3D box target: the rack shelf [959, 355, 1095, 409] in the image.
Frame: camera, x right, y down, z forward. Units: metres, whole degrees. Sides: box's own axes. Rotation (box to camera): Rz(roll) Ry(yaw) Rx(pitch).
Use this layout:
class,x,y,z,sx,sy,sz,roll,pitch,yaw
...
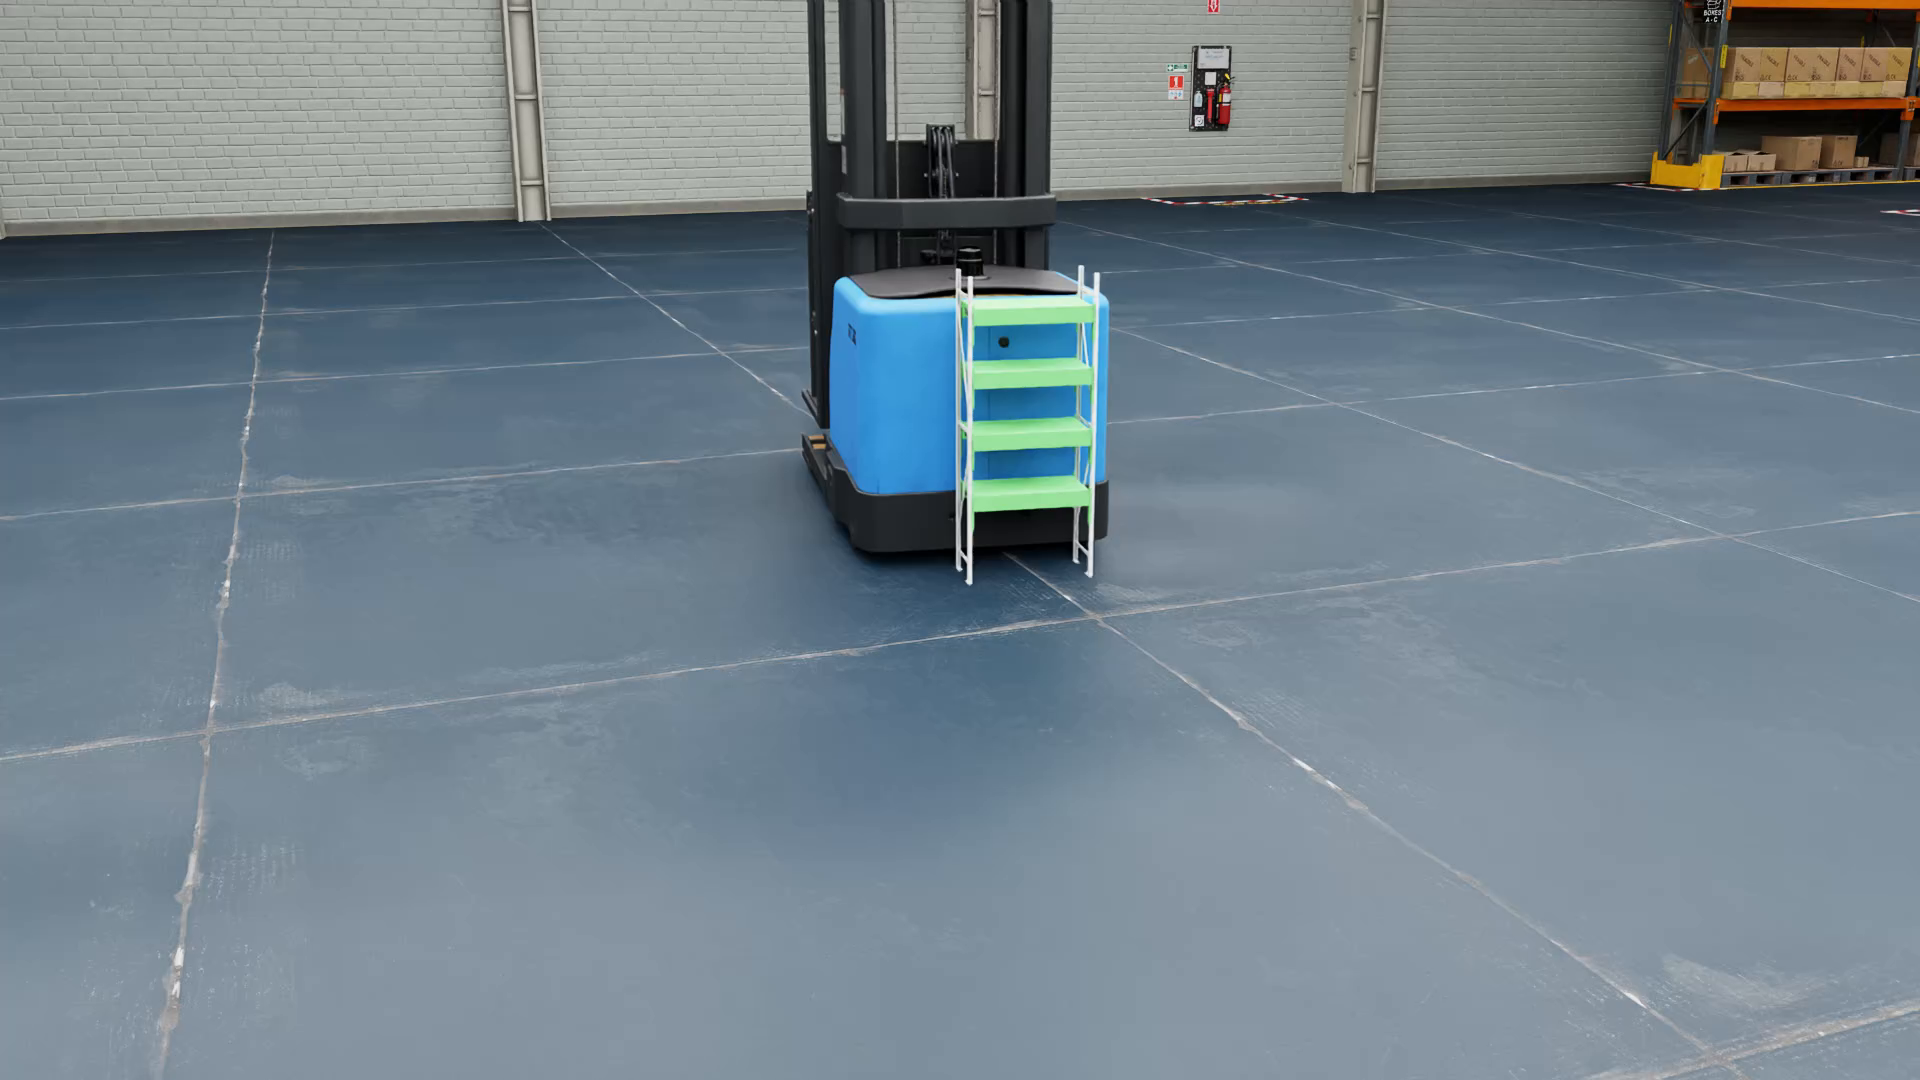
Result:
class,x,y,z,sx,sy,sz,roll,pitch,yaw
rack shelf,0.255,-0.614,6.435,0.480,0.148,0.258,-3,17,-11

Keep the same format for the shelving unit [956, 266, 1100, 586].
class,x,y,z,sx,sy,sz,roll,pitch,yaw
shelving unit,0.255,-0.445,6.485,0.503,1.200,0.258,-3,17,-11

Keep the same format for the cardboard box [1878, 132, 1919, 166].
class,x,y,z,sx,sy,sz,roll,pitch,yaw
cardboard box,15.590,-6.422,27.298,0.500,0.500,0.700,-6,17,-18

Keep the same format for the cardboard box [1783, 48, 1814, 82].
class,x,y,z,sx,sy,sz,roll,pitch,yaw
cardboard box,12.677,-7.292,25.506,0.500,0.500,0.500,-7,18,-22

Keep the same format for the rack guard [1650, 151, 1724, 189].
class,x,y,z,sx,sy,sz,roll,pitch,yaw
rack guard,11.245,-5.736,25.745,0.348,0.500,1.175,-6,17,-20

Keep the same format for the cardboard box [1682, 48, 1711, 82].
class,x,y,z,sx,sy,sz,roll,pitch,yaw
cardboard box,11.538,-7.329,25.631,0.500,0.500,0.500,-6,18,-21

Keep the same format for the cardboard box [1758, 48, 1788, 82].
class,x,y,z,sx,sy,sz,roll,pitch,yaw
cardboard box,12.192,-7.242,25.334,0.500,0.500,0.500,-6,17,-20

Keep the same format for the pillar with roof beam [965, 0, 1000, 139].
class,x,y,z,sx,sy,sz,roll,pitch,yaw
pillar with roof beam,1.853,-7.762,17.559,0.400,9.000,9.100,-6,17,-20

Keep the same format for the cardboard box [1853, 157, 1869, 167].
class,x,y,z,sx,sy,sz,roll,pitch,yaw
cardboard box,14.420,-6.121,26.866,0.250,0.166,0.380,-9,18,-27

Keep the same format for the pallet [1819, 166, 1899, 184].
class,x,y,z,sx,sy,sz,roll,pitch,yaw
pallet,14.294,-5.916,26.870,1.213,0.211,1.003,-6,17,-20

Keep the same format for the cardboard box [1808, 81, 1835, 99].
class,x,y,z,sx,sy,sz,roll,pitch,yaw
cardboard box,13.173,-6.988,25.800,0.500,0.250,0.500,-6,17,-20

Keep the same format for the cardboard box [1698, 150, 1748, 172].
class,x,y,z,sx,sy,sz,roll,pitch,yaw
cardboard box,11.852,-5.895,25.840,0.500,0.311,0.500,-8,18,-26

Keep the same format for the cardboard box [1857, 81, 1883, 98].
class,x,y,z,sx,sy,sz,roll,pitch,yaw
cardboard box,14.107,-7.093,26.160,0.500,0.250,0.500,-6,17,-20

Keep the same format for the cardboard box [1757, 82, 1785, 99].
class,x,y,z,sx,sy,sz,roll,pitch,yaw
cardboard box,12.223,-6.887,25.459,0.500,0.250,0.500,-7,18,-22

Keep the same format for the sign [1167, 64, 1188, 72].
class,x,y,z,sx,sy,sz,roll,pitch,yaw
sign,3.048,-6.623,23.324,0.331,0.109,0.001,-6,17,-20

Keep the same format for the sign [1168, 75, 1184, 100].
class,x,y,z,sx,sy,sz,roll,pitch,yaw
sign,3.041,-6.371,23.405,0.234,0.329,0.001,-6,17,-20

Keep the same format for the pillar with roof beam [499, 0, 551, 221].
class,x,y,z,sx,sy,sz,roll,pitch,yaw
pillar with roof beam,-3.750,-7.157,15.499,0.400,9.000,9.100,-6,17,-20

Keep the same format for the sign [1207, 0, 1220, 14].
class,x,y,z,sx,sy,sz,roll,pitch,yaw
sign,3.551,-7.520,23.267,0.199,0.298,0.001,-6,17,-20

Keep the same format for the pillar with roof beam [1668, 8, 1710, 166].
class,x,y,z,sx,sy,sz,roll,pitch,yaw
pillar with roof beam,13.058,-8.972,21.679,0.400,9.000,9.100,-6,17,-20

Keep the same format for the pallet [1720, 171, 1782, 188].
class,x,y,z,sx,sy,sz,roll,pitch,yaw
pallet,12.016,-5.670,26.033,1.213,0.211,1.003,-6,17,-20

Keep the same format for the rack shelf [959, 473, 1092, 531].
class,x,y,z,sx,sy,sz,roll,pitch,yaw
rack shelf,0.255,-0.154,6.571,0.480,0.148,0.258,-3,17,-11

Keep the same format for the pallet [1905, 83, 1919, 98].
class,x,y,z,sx,sy,sz,roll,pitch,yaw
pallet,15.675,-7.278,26.899,1.213,0.211,1.003,-6,17,-20

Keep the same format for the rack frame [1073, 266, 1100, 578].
class,x,y,z,sx,sy,sz,roll,pitch,yaw
rack frame,0.493,-0.459,6.533,0.015,1.200,0.240,-3,17,-11

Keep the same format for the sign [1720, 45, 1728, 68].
class,x,y,z,sx,sy,sz,roll,pitch,yaw
sign,11.368,-7.201,24.758,0.005,0.325,0.100,-6,17,-20

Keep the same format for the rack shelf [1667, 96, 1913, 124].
class,x,y,z,sx,sy,sz,roll,pitch,yaw
rack shelf,13.041,-6.784,26.154,4.000,0.370,1.077,-6,17,-20

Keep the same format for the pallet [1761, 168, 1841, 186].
class,x,y,z,sx,sy,sz,roll,pitch,yaw
pallet,13.153,-5.792,26.448,1.213,0.211,1.003,-6,17,-20

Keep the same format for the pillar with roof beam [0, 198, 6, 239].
class,x,y,z,sx,sy,sz,roll,pitch,yaw
pillar with roof beam,-9.353,-6.552,13.440,0.400,9.000,9.100,-6,17,-20

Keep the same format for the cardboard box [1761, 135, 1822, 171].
class,x,y,z,sx,sy,sz,roll,pitch,yaw
cardboard box,13.087,-6.104,26.216,0.500,0.500,0.700,-7,18,-24

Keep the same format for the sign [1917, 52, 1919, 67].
class,x,y,z,sx,sy,sz,roll,pitch,yaw
sign,15.110,-7.605,26.134,0.005,0.325,0.100,-6,17,-20

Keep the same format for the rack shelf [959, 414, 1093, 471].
class,x,y,z,sx,sy,sz,roll,pitch,yaw
rack shelf,0.255,-0.384,6.503,0.480,0.148,0.258,-3,17,-11

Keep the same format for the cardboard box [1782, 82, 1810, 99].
class,x,y,z,sx,sy,sz,roll,pitch,yaw
cardboard box,12.701,-6.937,25.628,0.500,0.250,0.500,-6,18,-21

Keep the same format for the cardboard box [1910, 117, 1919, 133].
class,x,y,z,sx,sy,sz,roll,pitch,yaw
cardboard box,16.000,-6.827,27.346,0.500,0.250,0.500,-7,18,-21

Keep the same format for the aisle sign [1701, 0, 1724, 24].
class,x,y,z,sx,sy,sz,roll,pitch,yaw
aisle sign,11.214,-8.089,24.707,0.004,0.787,0.394,-6,17,-20

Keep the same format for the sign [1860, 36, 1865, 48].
class,x,y,z,sx,sy,sz,roll,pitch,yaw
sign,14.707,-8.032,27.073,0.005,0.325,0.100,-6,17,-20

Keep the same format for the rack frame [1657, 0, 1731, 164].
class,x,y,z,sx,sy,sz,roll,pitch,yaw
rack frame,11.174,-6.928,25.366,0.127,3.000,1.000,-6,17,-20

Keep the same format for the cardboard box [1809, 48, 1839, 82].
class,x,y,z,sx,sy,sz,roll,pitch,yaw
cardboard box,13.155,-7.347,25.694,0.500,0.500,0.500,-6,17,-18

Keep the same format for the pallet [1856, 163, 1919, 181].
class,x,y,z,sx,sy,sz,roll,pitch,yaw
pallet,15.635,-6.072,27.401,1.213,0.211,1.003,-6,17,-20

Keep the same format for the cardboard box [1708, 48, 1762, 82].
class,x,y,z,sx,sy,sz,roll,pitch,yaw
cardboard box,11.727,-7.194,25.174,0.500,0.500,0.500,-6,17,-20

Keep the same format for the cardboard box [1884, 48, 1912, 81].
class,x,y,z,sx,sy,sz,roll,pitch,yaw
cardboard box,14.578,-7.500,26.213,0.500,0.500,0.500,-6,17,-20

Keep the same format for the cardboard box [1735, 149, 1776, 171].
class,x,y,z,sx,sy,sz,roll,pitch,yaw
cardboard box,12.384,-5.952,26.036,0.500,0.311,0.500,-5,17,-15

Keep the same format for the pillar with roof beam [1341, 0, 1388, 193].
class,x,y,z,sx,sy,sz,roll,pitch,yaw
pillar with roof beam,7.456,-8.367,19.619,0.400,9.000,9.100,-6,17,-20

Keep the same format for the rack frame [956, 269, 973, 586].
class,x,y,z,sx,sy,sz,roll,pitch,yaw
rack frame,0.016,-0.431,6.437,0.015,1.200,0.240,-3,17,-11

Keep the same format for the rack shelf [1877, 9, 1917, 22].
class,x,y,z,sx,sy,sz,roll,pitch,yaw
rack shelf,16.776,-8.627,27.105,4.000,0.370,1.077,-6,17,-20

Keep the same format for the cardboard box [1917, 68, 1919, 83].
class,x,y,z,sx,sy,sz,roll,pitch,yaw
cardboard box,15.396,-7.633,26.808,0.500,0.500,0.700,-6,17,-20

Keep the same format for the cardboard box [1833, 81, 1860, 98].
class,x,y,z,sx,sy,sz,roll,pitch,yaw
cardboard box,13.643,-7.039,25.974,0.500,0.250,0.500,-6,17,-20

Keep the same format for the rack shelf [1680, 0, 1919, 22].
class,x,y,z,sx,sy,sz,roll,pitch,yaw
rack shelf,13.041,-8.224,25.732,4.000,0.370,1.077,-6,17,-20

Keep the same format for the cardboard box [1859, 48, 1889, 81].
class,x,y,z,sx,sy,sz,roll,pitch,yaw
cardboard box,14.114,-7.448,26.036,0.500,0.500,0.500,-6,17,-20

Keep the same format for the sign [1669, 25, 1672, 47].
class,x,y,z,sx,sy,sz,roll,pitch,yaw
sign,10.994,-7.783,25.663,0.005,0.325,0.100,-6,17,-20

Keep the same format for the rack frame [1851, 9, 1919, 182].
class,x,y,z,sx,sy,sz,roll,pitch,yaw
rack frame,14.909,-7.331,26.740,0.127,3.000,1.000,-6,17,-20

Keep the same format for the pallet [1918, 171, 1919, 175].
class,x,y,z,sx,sy,sz,roll,pitch,yaw
pallet,16.776,-6.196,27.824,1.213,0.211,1.003,-6,17,-20

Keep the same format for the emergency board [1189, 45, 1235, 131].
class,x,y,z,sx,sy,sz,roll,pitch,yaw
emergency board,3.594,-6.382,23.508,0.643,1.169,0.194,-6,17,-20

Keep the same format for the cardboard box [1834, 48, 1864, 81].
class,x,y,z,sx,sy,sz,roll,pitch,yaw
cardboard box,13.640,-7.400,25.873,0.500,0.500,0.500,-7,18,-22

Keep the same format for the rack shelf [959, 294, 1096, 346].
class,x,y,z,sx,sy,sz,roll,pitch,yaw
rack shelf,0.255,-0.845,6.368,0.480,0.148,0.258,-3,17,-11

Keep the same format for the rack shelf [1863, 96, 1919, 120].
class,x,y,z,sx,sy,sz,roll,pitch,yaw
rack shelf,16.776,-7.188,27.528,4.000,0.370,1.077,-6,17,-20

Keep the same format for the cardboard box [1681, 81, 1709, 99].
class,x,y,z,sx,sy,sz,roll,pitch,yaw
cardboard box,11.541,-6.964,25.719,0.500,0.250,0.500,-6,17,-19

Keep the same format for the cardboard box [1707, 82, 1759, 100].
class,x,y,z,sx,sy,sz,roll,pitch,yaw
cardboard box,11.743,-6.831,25.268,0.500,0.250,0.500,-7,18,-22

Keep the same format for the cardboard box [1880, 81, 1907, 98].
class,x,y,z,sx,sy,sz,roll,pitch,yaw
cardboard box,14.575,-7.141,26.324,0.500,0.250,0.500,-6,17,-20

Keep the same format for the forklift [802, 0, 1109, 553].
class,x,y,z,sx,sy,sz,roll,pitch,yaw
forklift,-0.179,-1.728,7.781,1.130,2.935,3.031,-3,17,-11

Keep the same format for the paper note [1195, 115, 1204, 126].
class,x,y,z,sx,sy,sz,roll,pitch,yaw
paper note,3.404,-5.960,23.633,0.142,0.148,0.016,-6,17,-20

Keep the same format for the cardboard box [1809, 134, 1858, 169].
class,x,y,z,sx,sy,sz,roll,pitch,yaw
cardboard box,13.954,-6.228,26.638,0.500,0.500,0.500,-8,18,-24
